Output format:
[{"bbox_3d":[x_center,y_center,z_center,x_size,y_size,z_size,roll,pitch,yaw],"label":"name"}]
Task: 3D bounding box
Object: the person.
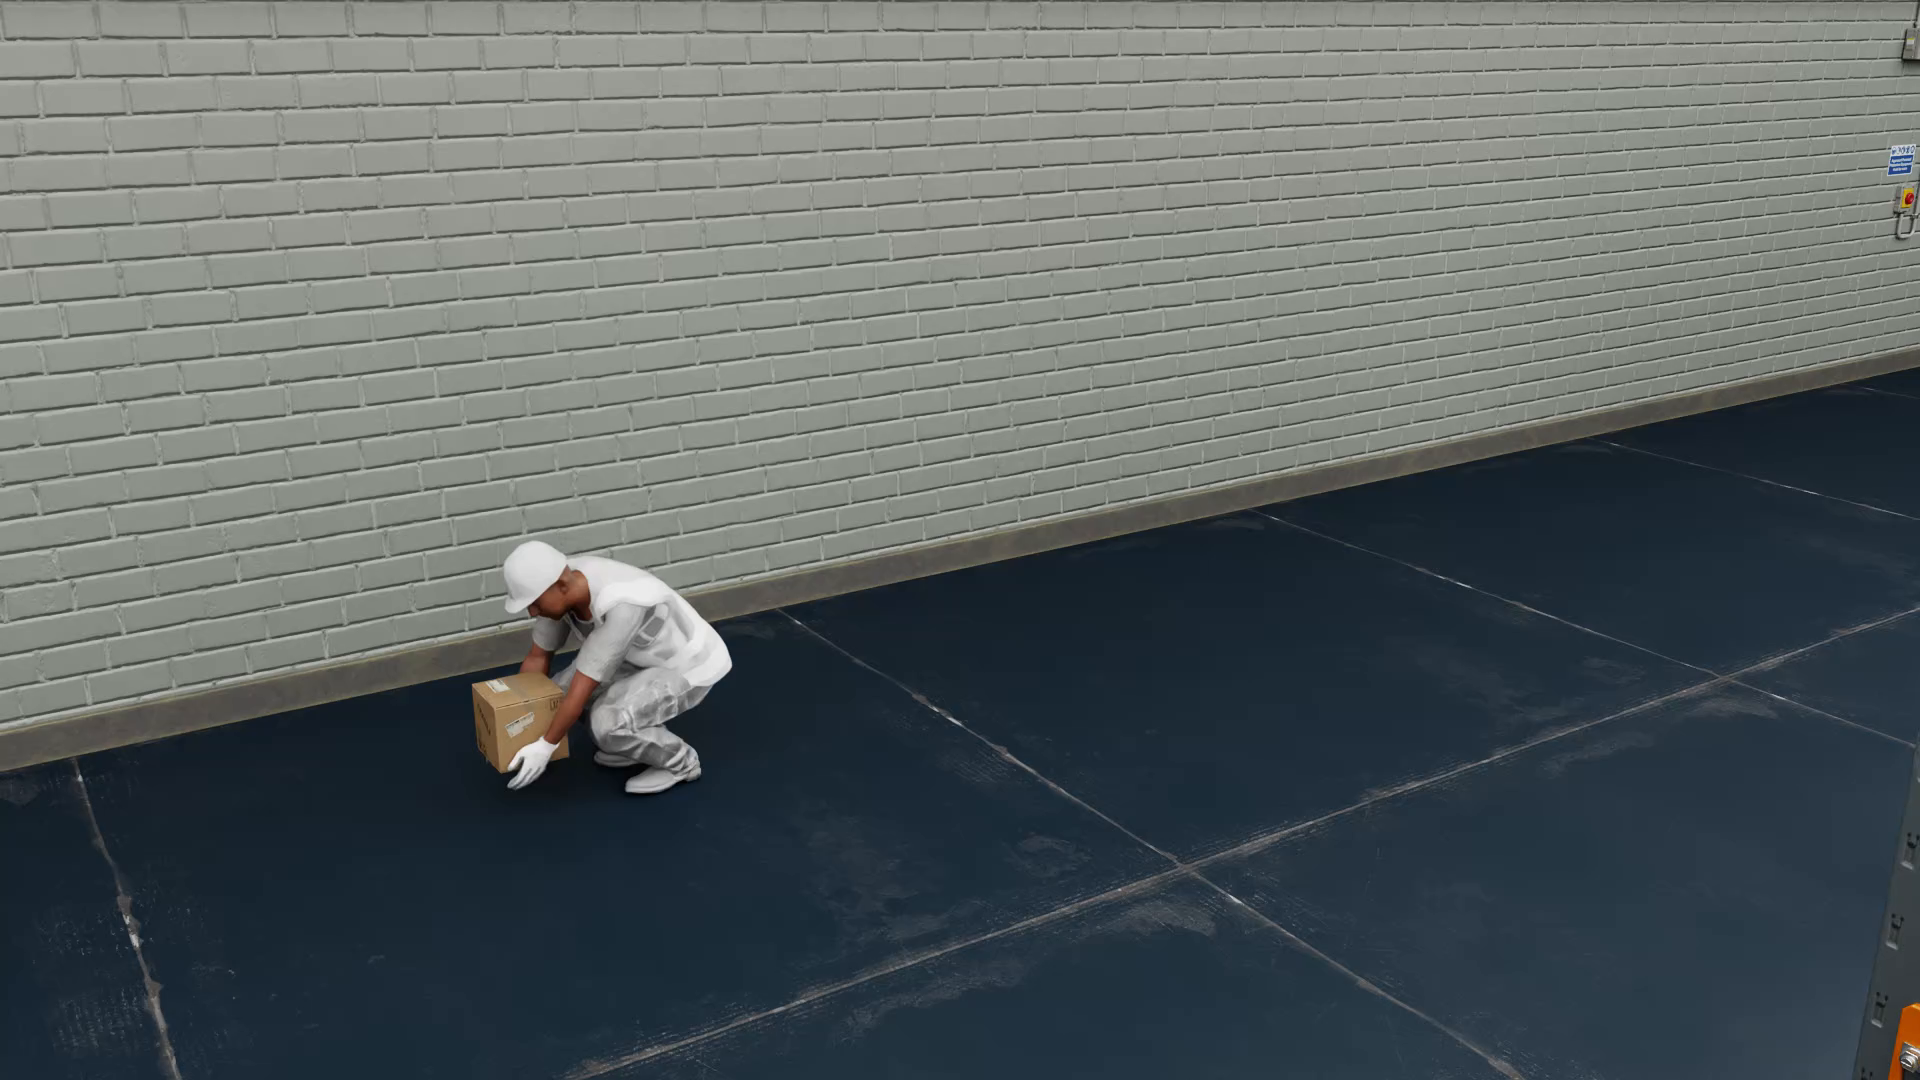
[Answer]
[{"bbox_3d":[-1.266,0.427,5.998,0.891,0.994,0.567,-12,21,-32],"label":"person"}]
